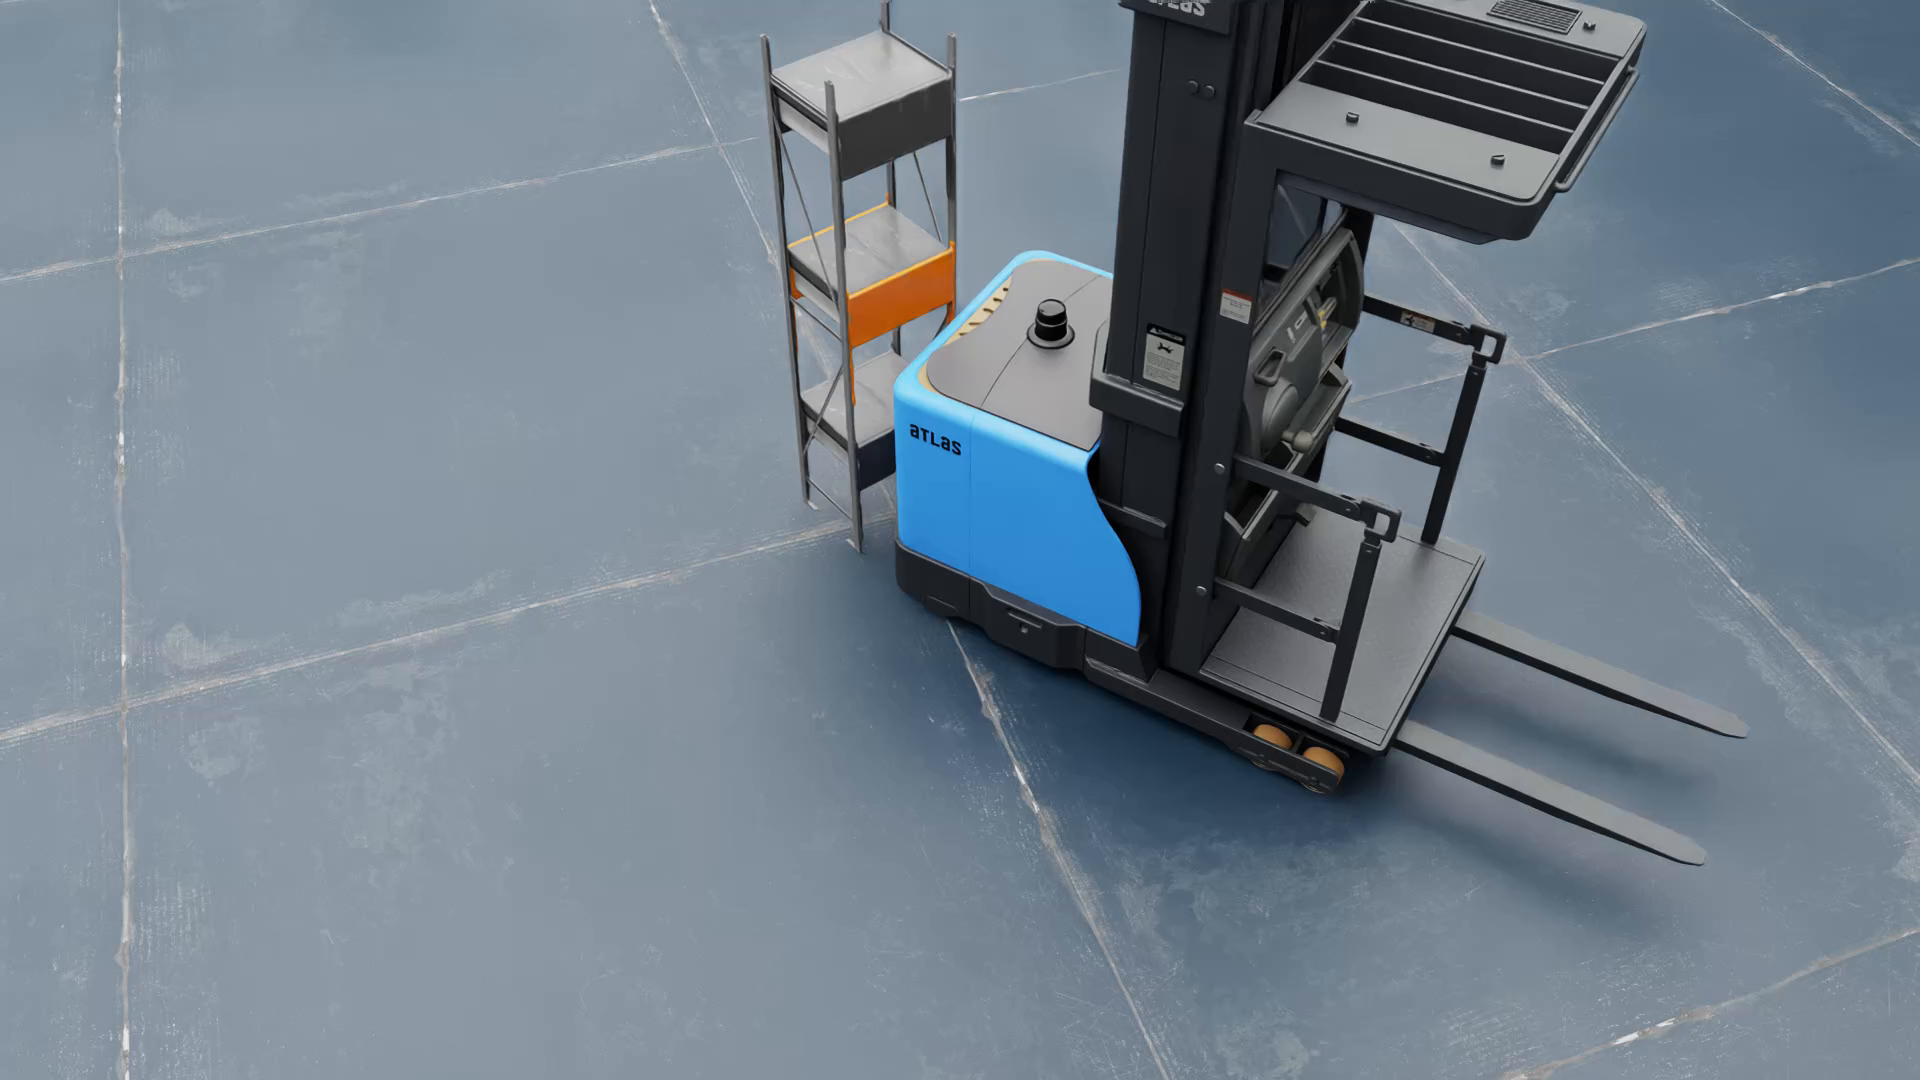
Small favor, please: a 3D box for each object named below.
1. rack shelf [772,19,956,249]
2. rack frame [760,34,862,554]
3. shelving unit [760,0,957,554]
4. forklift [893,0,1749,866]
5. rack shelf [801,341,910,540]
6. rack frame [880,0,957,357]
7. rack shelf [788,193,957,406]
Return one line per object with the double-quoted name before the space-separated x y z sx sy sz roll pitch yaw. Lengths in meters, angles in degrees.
"rack shelf" -0.333 -1.391 5.684 0.480 0.518 0.431 -29 52 -26
"rack frame" -0.524 -0.799 6.064 0.015 2.100 0.400 -29 52 -26
"shelving unit" -0.333 -0.906 6.171 0.503 2.100 0.431 -29 52 -26
"forklift" 1.279 -0.578 5.256 3.031 2.935 1.130 23 49 21
"rack shelf" -0.332 -0.402 6.676 0.480 0.518 0.431 -29 52 -26
"rack frame" -0.141 -1.014 6.278 0.015 2.100 0.400 -29 52 -26
"rack shelf" -0.333 -0.897 6.180 0.480 0.518 0.431 -29 52 -26
